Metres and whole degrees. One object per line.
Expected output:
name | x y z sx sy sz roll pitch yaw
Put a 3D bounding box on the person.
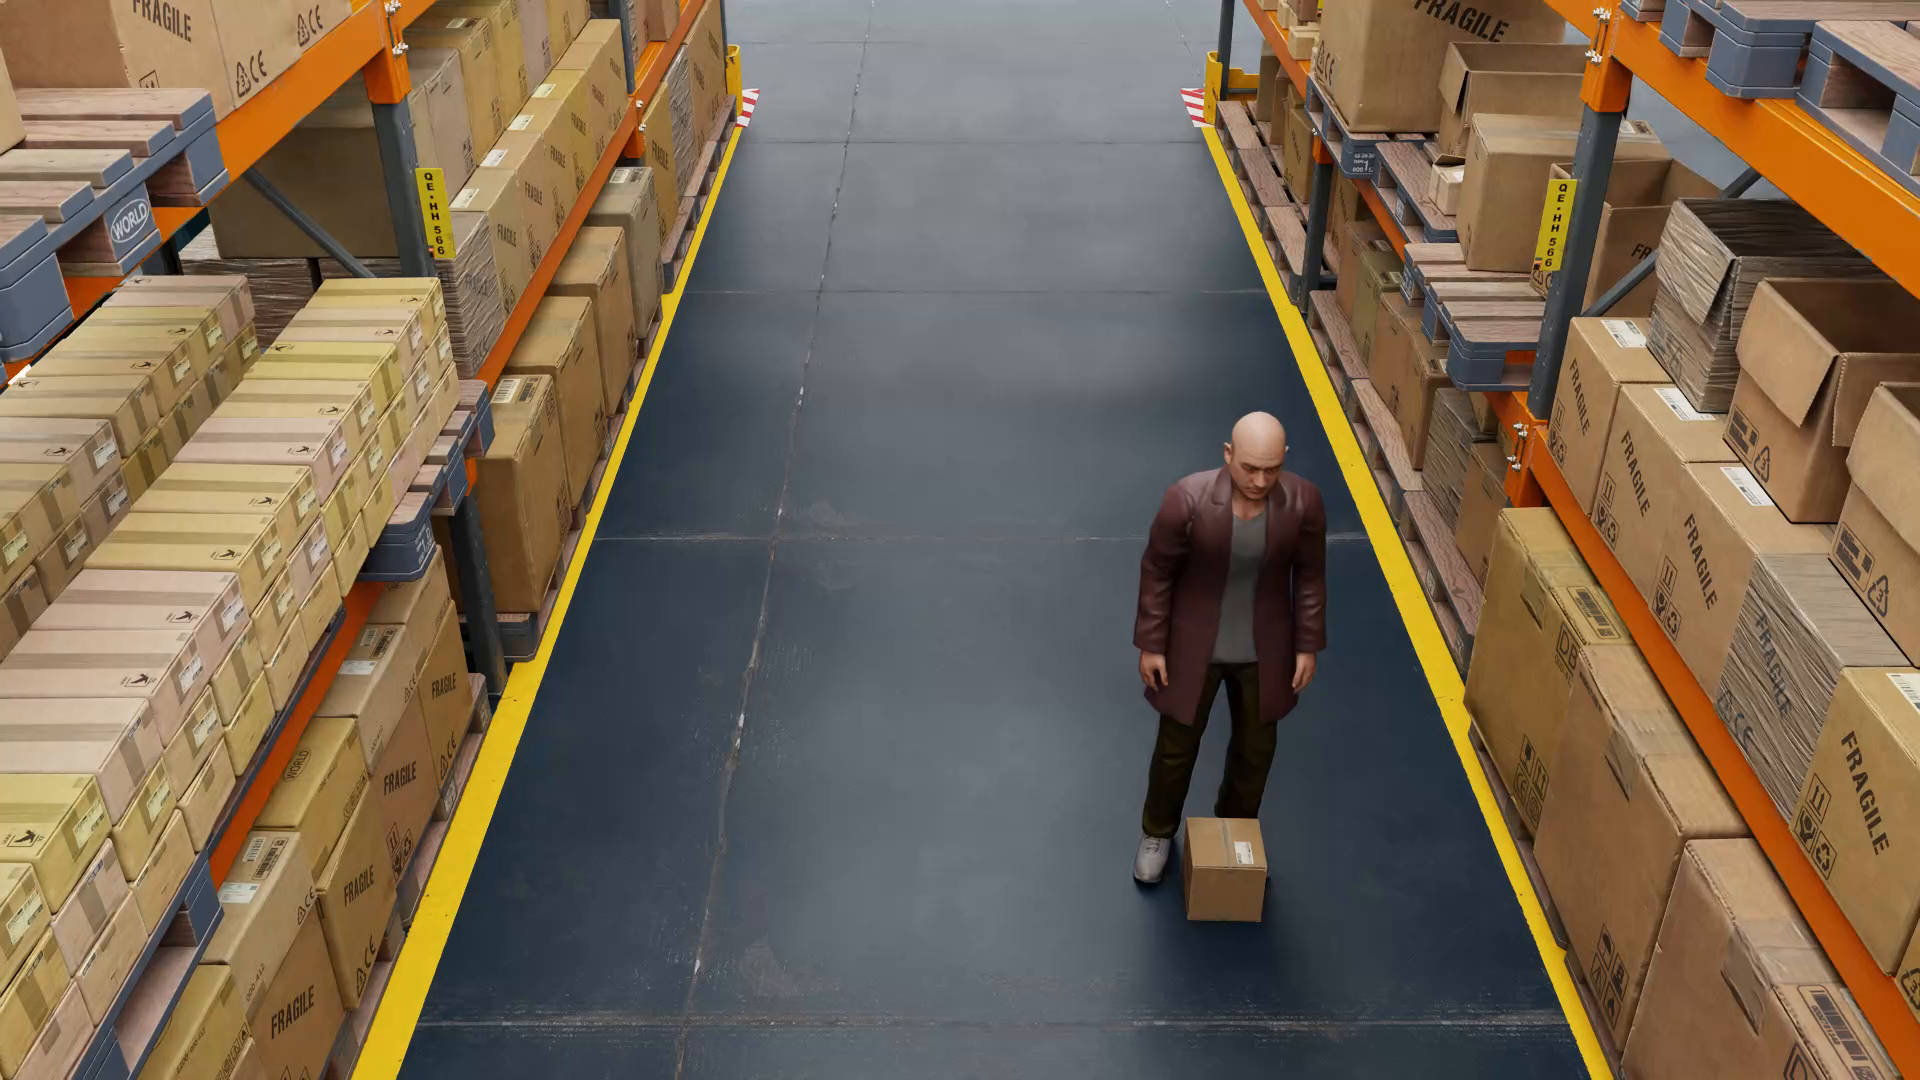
person | 0.896 0.359 5.553 0.642 1.774 0.422 0 31 0
